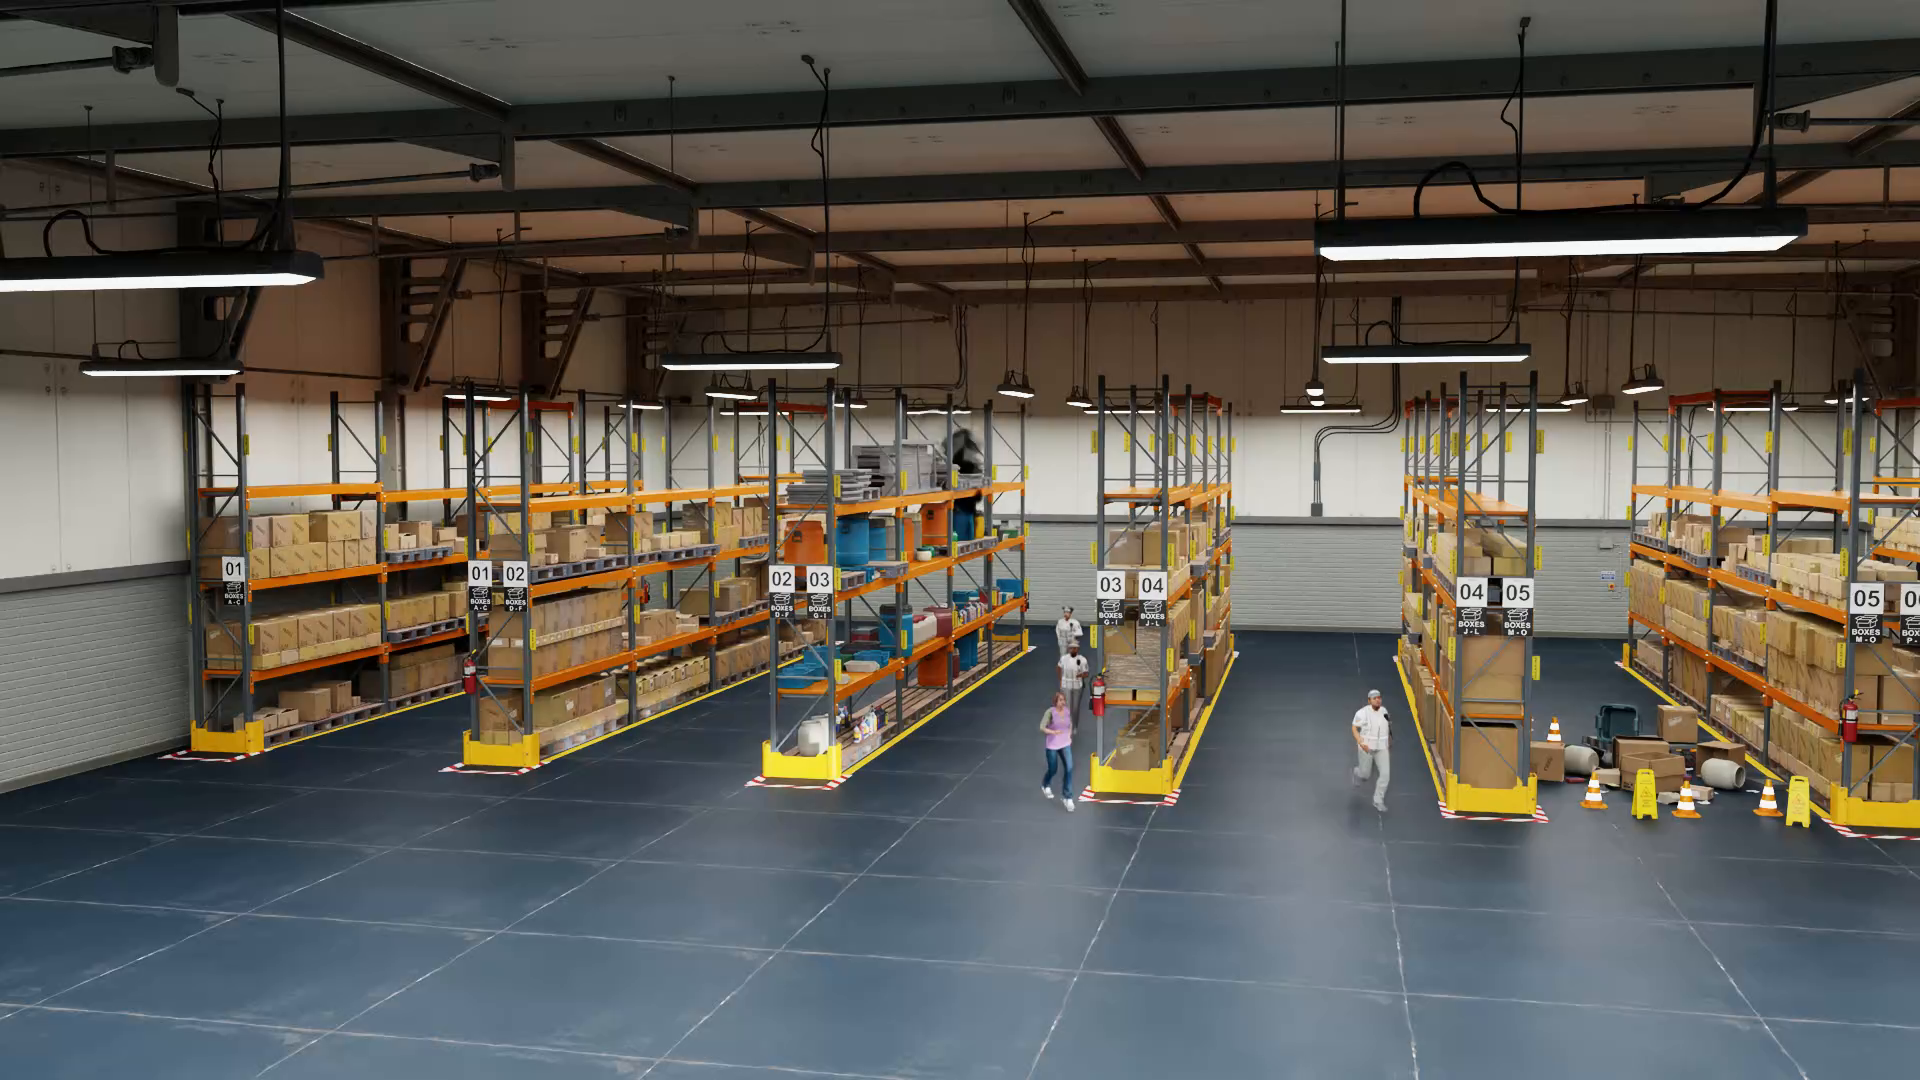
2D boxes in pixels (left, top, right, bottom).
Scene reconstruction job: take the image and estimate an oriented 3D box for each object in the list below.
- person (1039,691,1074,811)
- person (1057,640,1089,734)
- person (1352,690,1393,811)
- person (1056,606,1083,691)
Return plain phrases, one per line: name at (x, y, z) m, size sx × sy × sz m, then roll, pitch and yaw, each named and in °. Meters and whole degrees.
person at (1.350, 2.891, 23.065) m, size 0.569 × 1.614 × 0.826 m, roll -1°, pitch 3°, yaw -19°
person at (1.916, 2.556, 28.237) m, size 0.555 × 1.751 × 0.755 m, roll 0°, pitch 3°, yaw 3°
person at (5.731, 2.893, 23.082) m, size 0.605 × 1.642 × 0.809 m, roll 0°, pitch 3°, yaw -5°
person at (2.241, 2.212, 34.166) m, size 0.584 × 1.754 × 0.769 m, roll 1°, pitch 3°, yaw 9°
